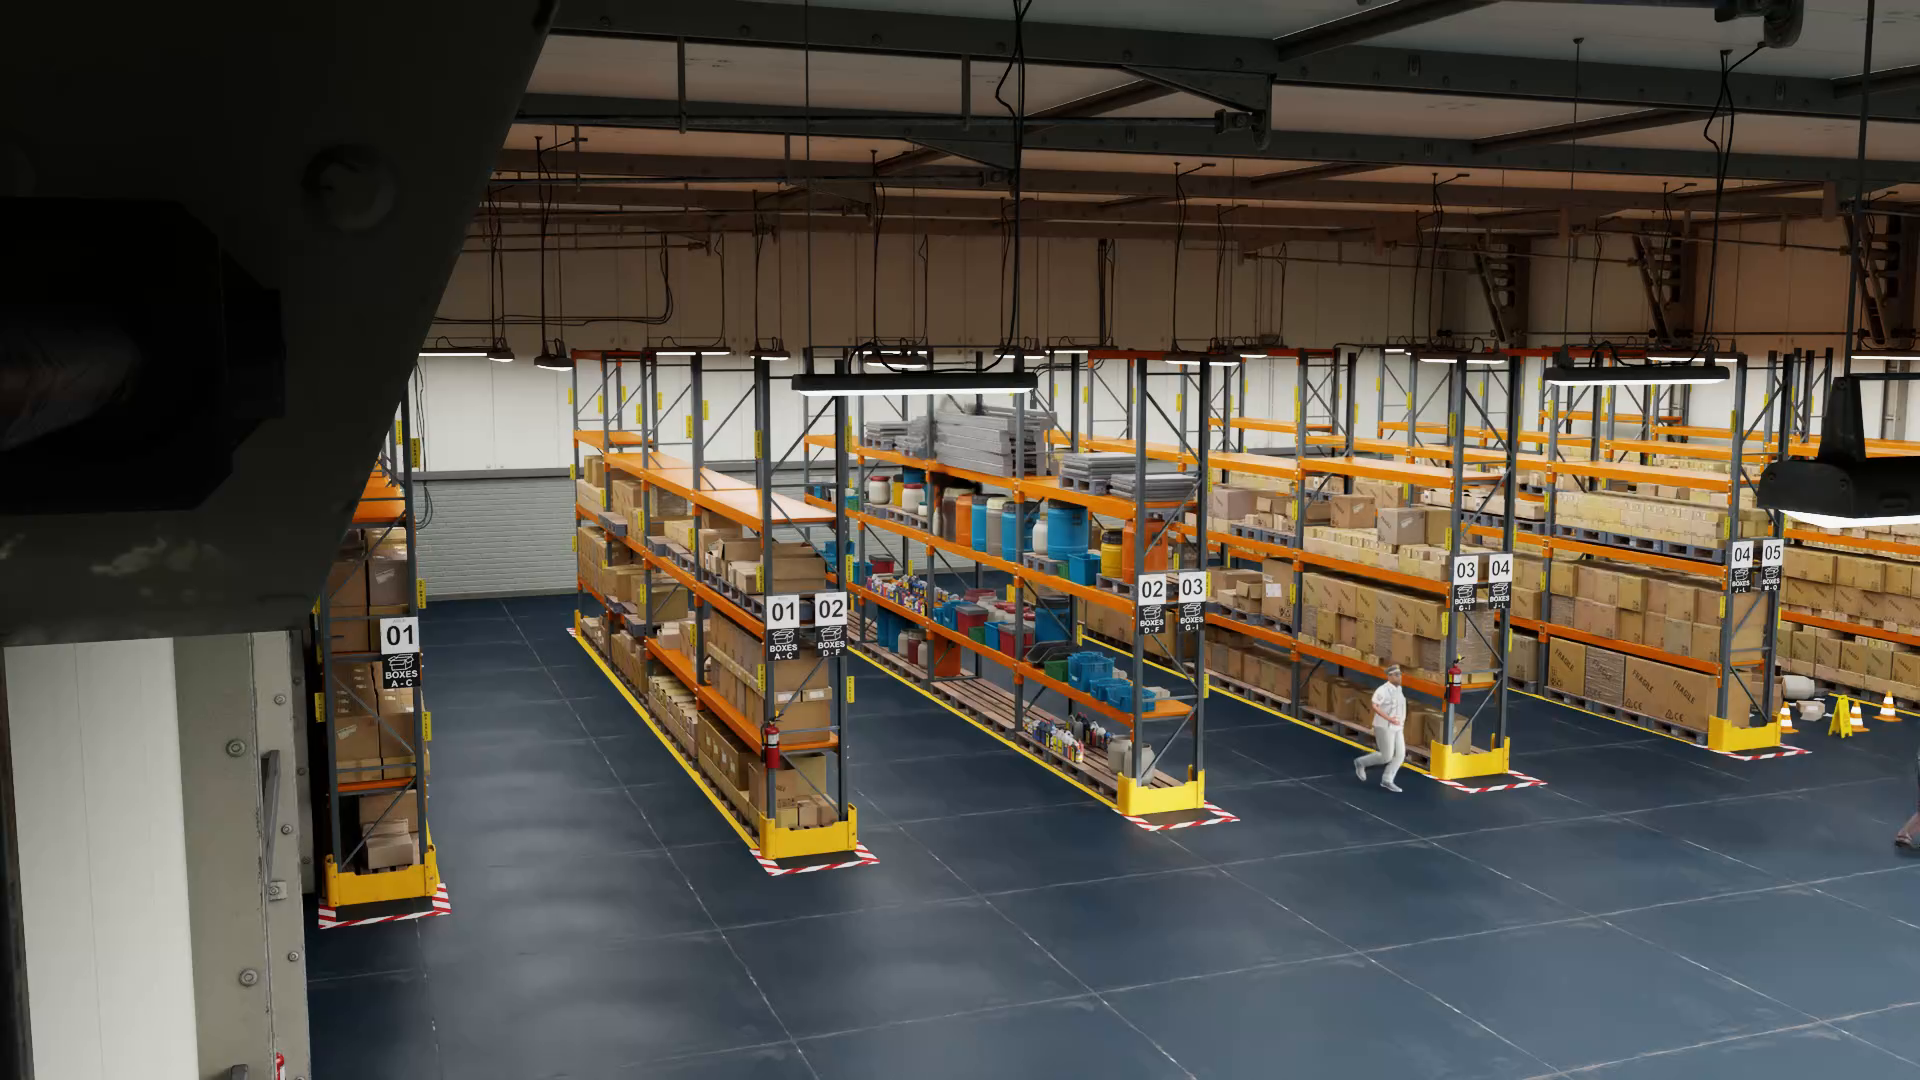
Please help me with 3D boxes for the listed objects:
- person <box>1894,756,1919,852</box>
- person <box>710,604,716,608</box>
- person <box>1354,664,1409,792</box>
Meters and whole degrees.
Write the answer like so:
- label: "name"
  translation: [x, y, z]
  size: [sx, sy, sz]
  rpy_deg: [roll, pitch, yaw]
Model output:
- label: "person"
  translation: [11.788, 2.992, 20.151]
  size: [0.753, 1.735, 0.646]
  rpy_deg: [2, 7, 16]
- label: "person"
  translation: [-4.801, 1.307, 33.678]
  size: [0.688, 1.714, 0.620]
  rpy_deg: [-5, 8, -33]
- label: "person"
  translation: [5.950, 2.596, 23.282]
  size: [0.700, 1.768, 0.676]
  rpy_deg: [7, 10, 44]
